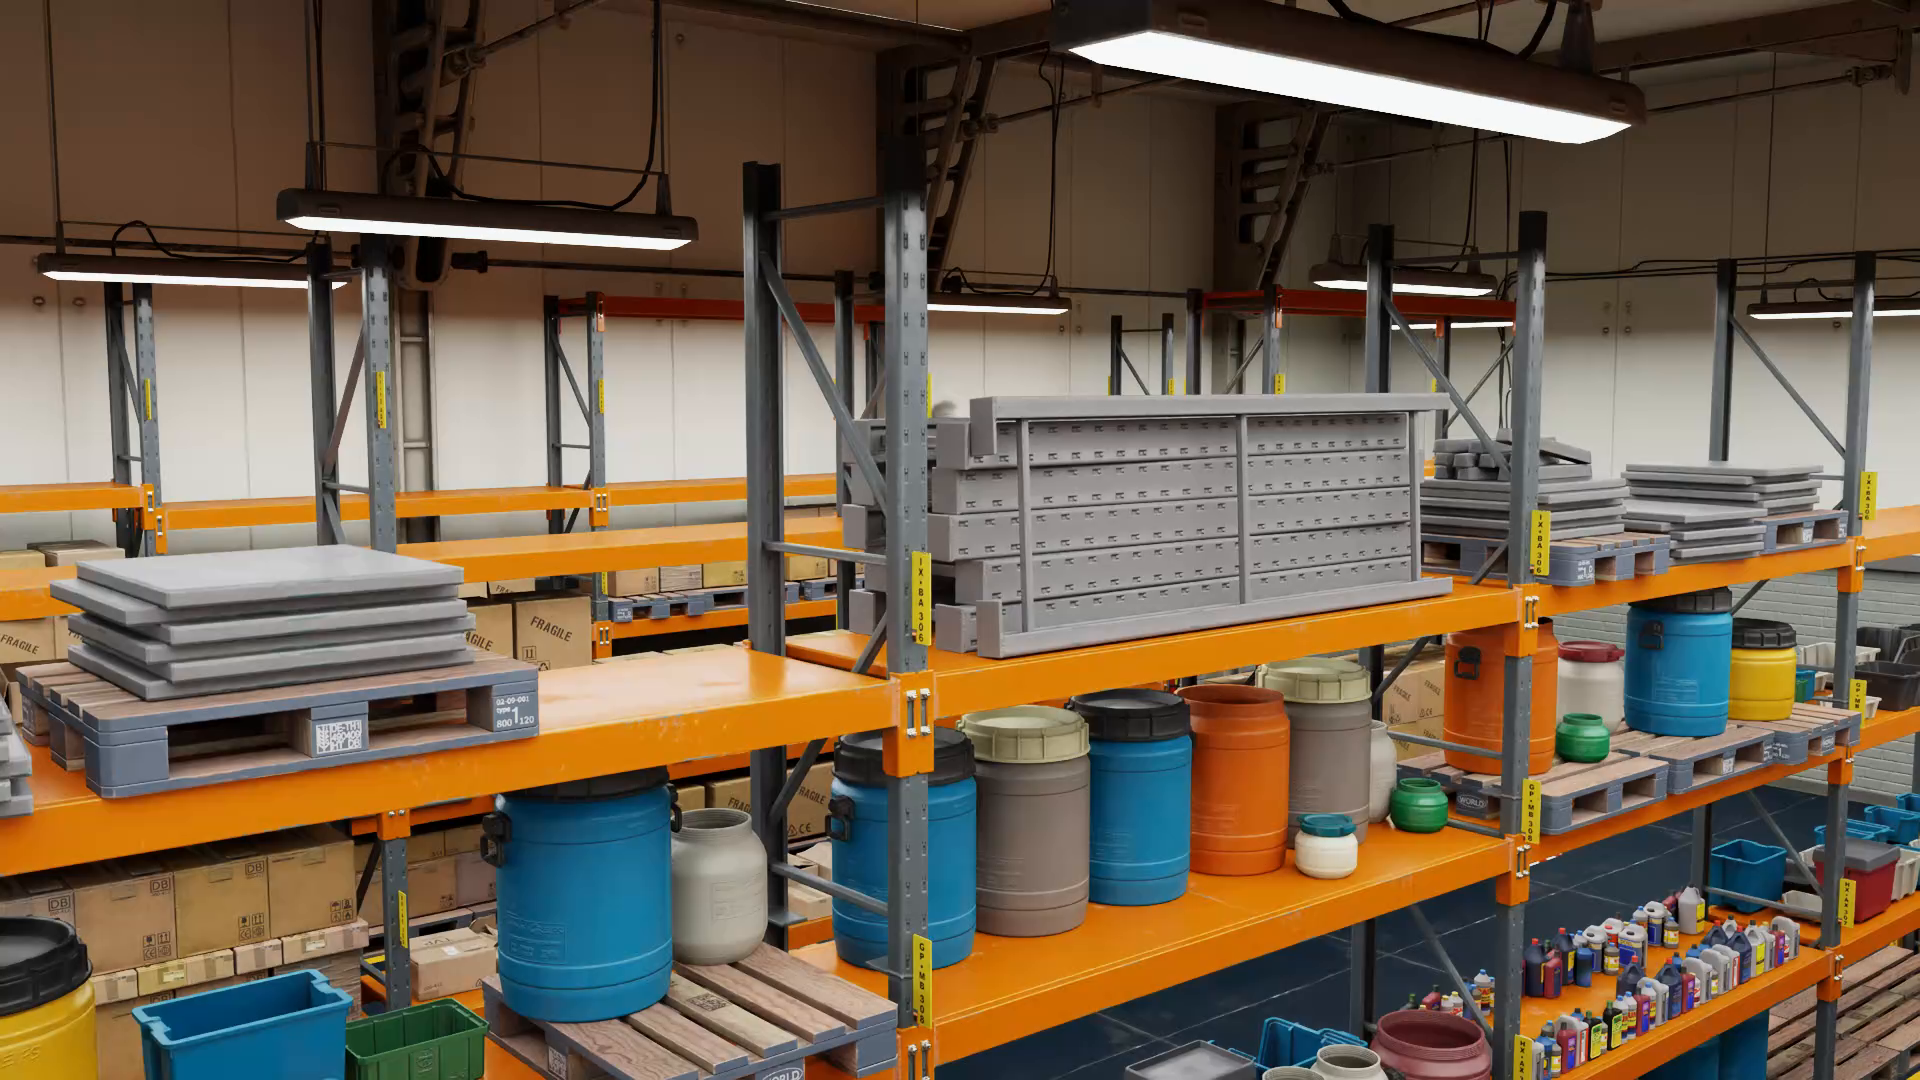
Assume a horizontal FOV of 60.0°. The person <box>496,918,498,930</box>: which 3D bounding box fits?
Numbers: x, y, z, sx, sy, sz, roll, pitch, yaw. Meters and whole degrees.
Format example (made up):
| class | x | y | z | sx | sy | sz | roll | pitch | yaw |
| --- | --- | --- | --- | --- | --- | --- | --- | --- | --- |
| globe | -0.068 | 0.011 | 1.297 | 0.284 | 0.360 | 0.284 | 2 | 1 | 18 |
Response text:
| class | x | y | z | sx | sy | sz | roll | pitch | yaw |
| --- | --- | --- | --- | --- | --- | --- | --- | --- | --- |
| person | -3.289 | 3.067 | 12.766 | 0.703 | 1.750 | 0.690 | -5 | 7 | -40 |
